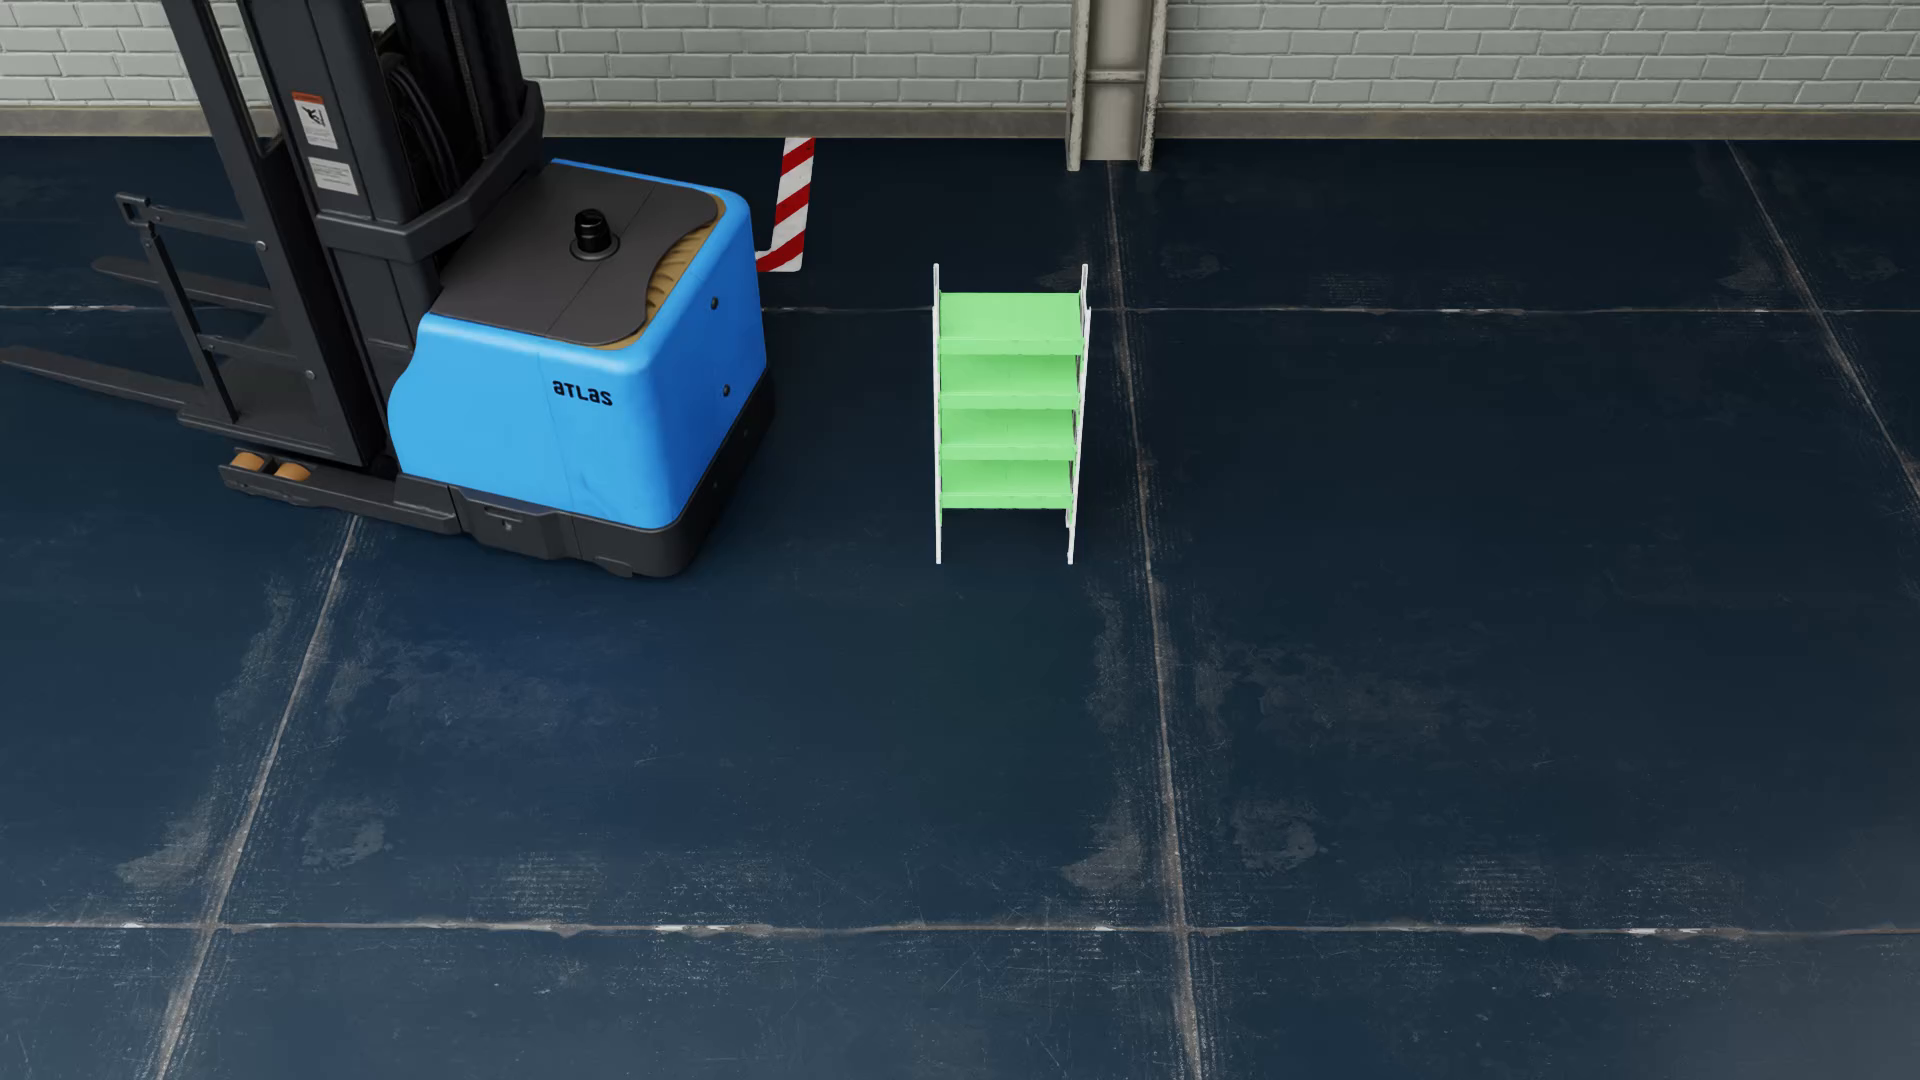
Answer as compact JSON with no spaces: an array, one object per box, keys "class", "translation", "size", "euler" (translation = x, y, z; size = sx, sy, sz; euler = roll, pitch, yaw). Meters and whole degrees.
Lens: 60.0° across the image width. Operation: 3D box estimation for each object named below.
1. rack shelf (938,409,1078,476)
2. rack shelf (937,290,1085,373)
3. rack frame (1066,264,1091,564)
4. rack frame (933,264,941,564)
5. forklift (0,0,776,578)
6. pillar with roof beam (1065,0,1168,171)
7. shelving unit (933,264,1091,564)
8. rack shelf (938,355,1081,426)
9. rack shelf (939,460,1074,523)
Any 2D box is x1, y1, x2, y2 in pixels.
[{"class":"rack shelf","translation":[0.166,-0.365,5.857],"size":[0.480,0.148,0.258],"euler":[0,47,0]},{"class":"rack shelf","translation":[0.166,-0.692,5.506],"size":[0.480,0.148,0.258],"euler":[0,47,0]},{"class":"rack frame","translation":[0.410,-0.408,5.810],"size":[0.015,1.200,0.240],"euler":[0,47,0]},{"class":"rack frame","translation":[-0.078,-0.409,5.811],"size":[0.015,1.200,0.240],"euler":[0,47,0]},{"class":"forklift","translation":[-2.311,-1.488,5.632],"size":[3.031,2.935,1.130],"euler":[13,48,12]},{"class":"pillar with roof beam","translation":[0.692,-1.777,1.756],"size":[0.400,9.000,9.100],"euler":[0,47,0]},{"class":"shelving unit","translation":[0.166,-0.408,5.810],"size":[0.503,1.200,0.258],"euler":[0,47,0]},{"class":"rack shelf","translation":[0.166,-0.528,5.681],"size":[0.480,0.148,0.258],"euler":[0,47,0]},{"class":"rack shelf","translation":[0.166,-0.201,6.033],"size":[0.480,0.148,0.258],"euler":[0,47,0]}]
